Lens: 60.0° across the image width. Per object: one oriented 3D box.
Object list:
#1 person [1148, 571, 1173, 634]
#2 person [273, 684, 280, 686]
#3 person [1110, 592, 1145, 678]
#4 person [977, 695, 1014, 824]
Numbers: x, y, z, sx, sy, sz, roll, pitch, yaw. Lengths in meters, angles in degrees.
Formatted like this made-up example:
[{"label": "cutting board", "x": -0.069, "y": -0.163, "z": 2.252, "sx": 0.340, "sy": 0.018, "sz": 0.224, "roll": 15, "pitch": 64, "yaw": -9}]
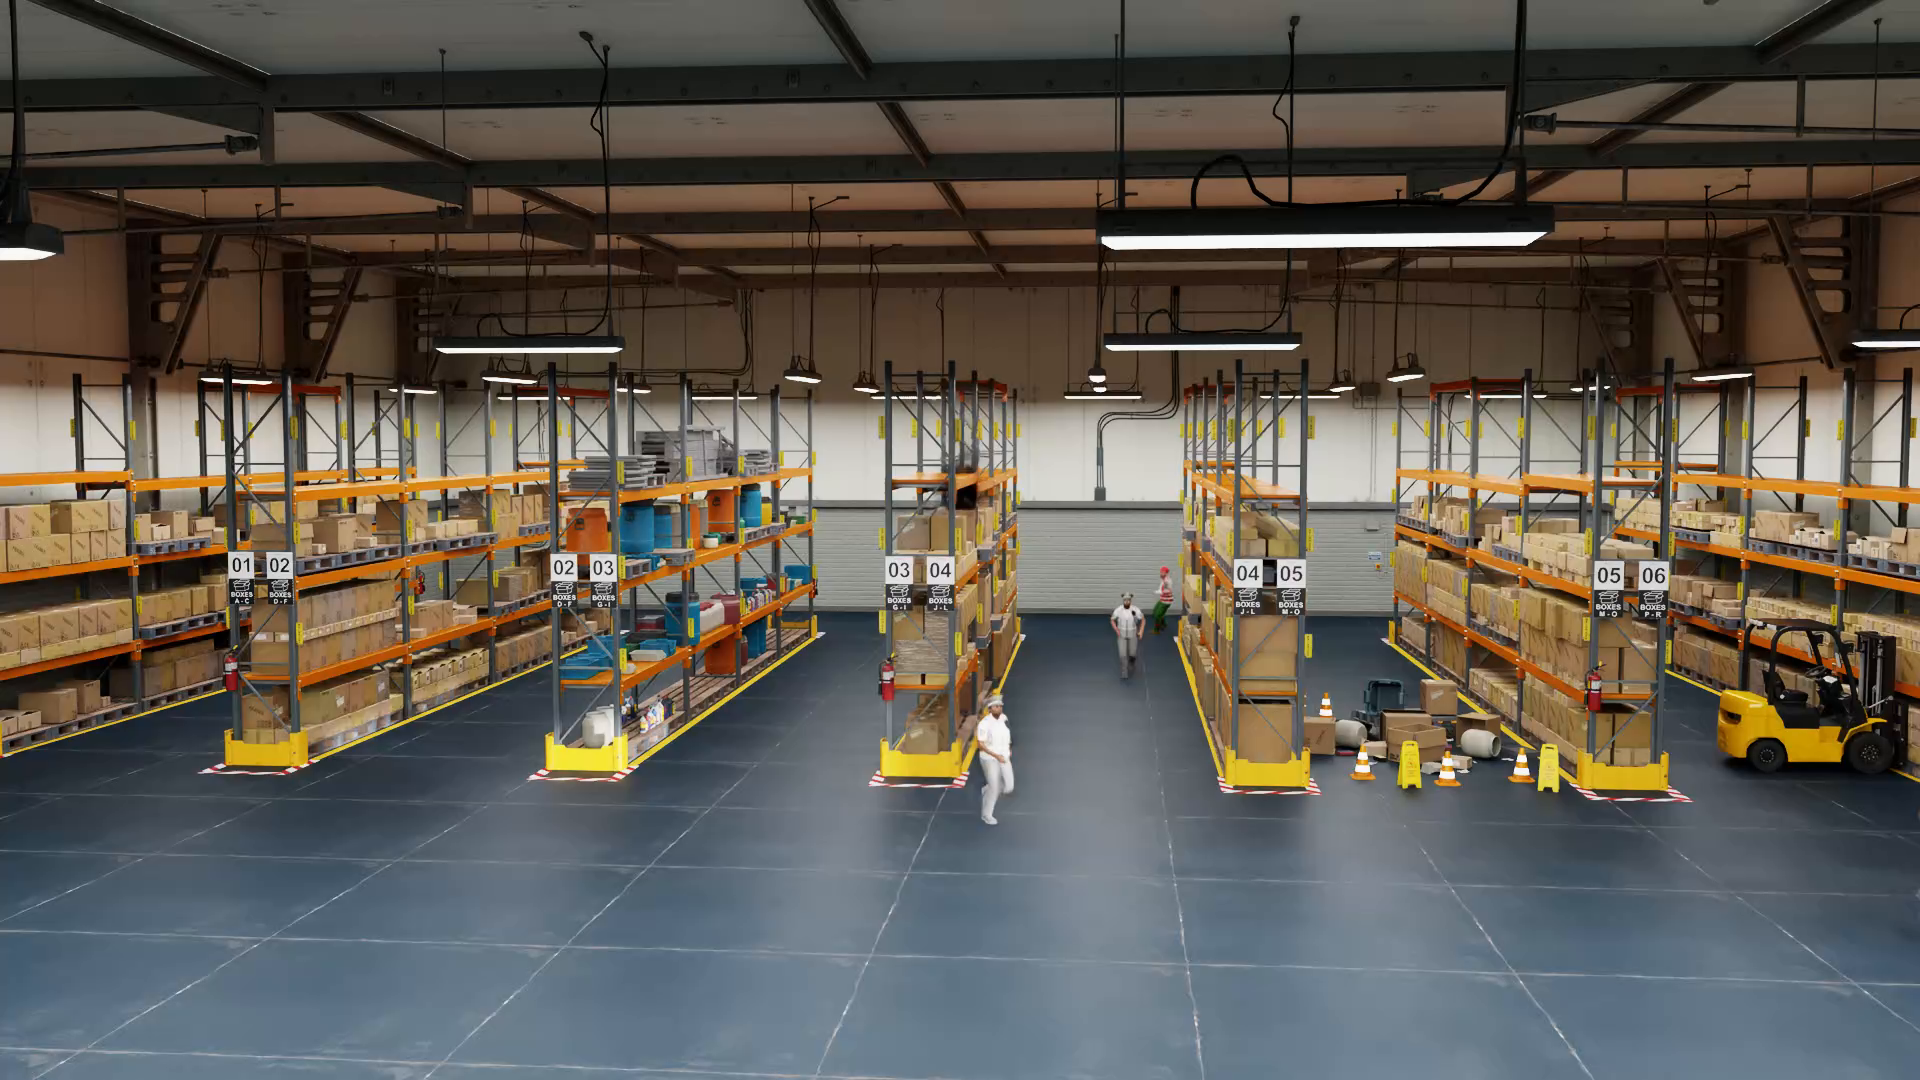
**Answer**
[{"label": "person", "x": 4.930, "y": 1.501, "z": 40.618, "sx": 0.591, "sy": 1.645, "sz": 0.905, "roll": -1, "pitch": 4, "yaw": -15}, {"label": "person", "x": -11.964, "y": 2.235, "z": 29.596, "sx": 0.667, "sy": 1.615, "sz": 0.523, "roll": 0, "pitch": 4, "yaw": 6}, {"label": "person", "x": 3.391, "y": 1.918, "z": 33.651, "sx": 0.713, "sy": 1.724, "sz": 0.606, "roll": 0, "pitch": 4, "yaw": 5}, {"label": "person", "x": 0.464, "y": 2.788, "z": 21.226, "sx": 0.598, "sy": 1.663, "sz": 0.625, "roll": -3, "pitch": 5, "yaw": -38}]
